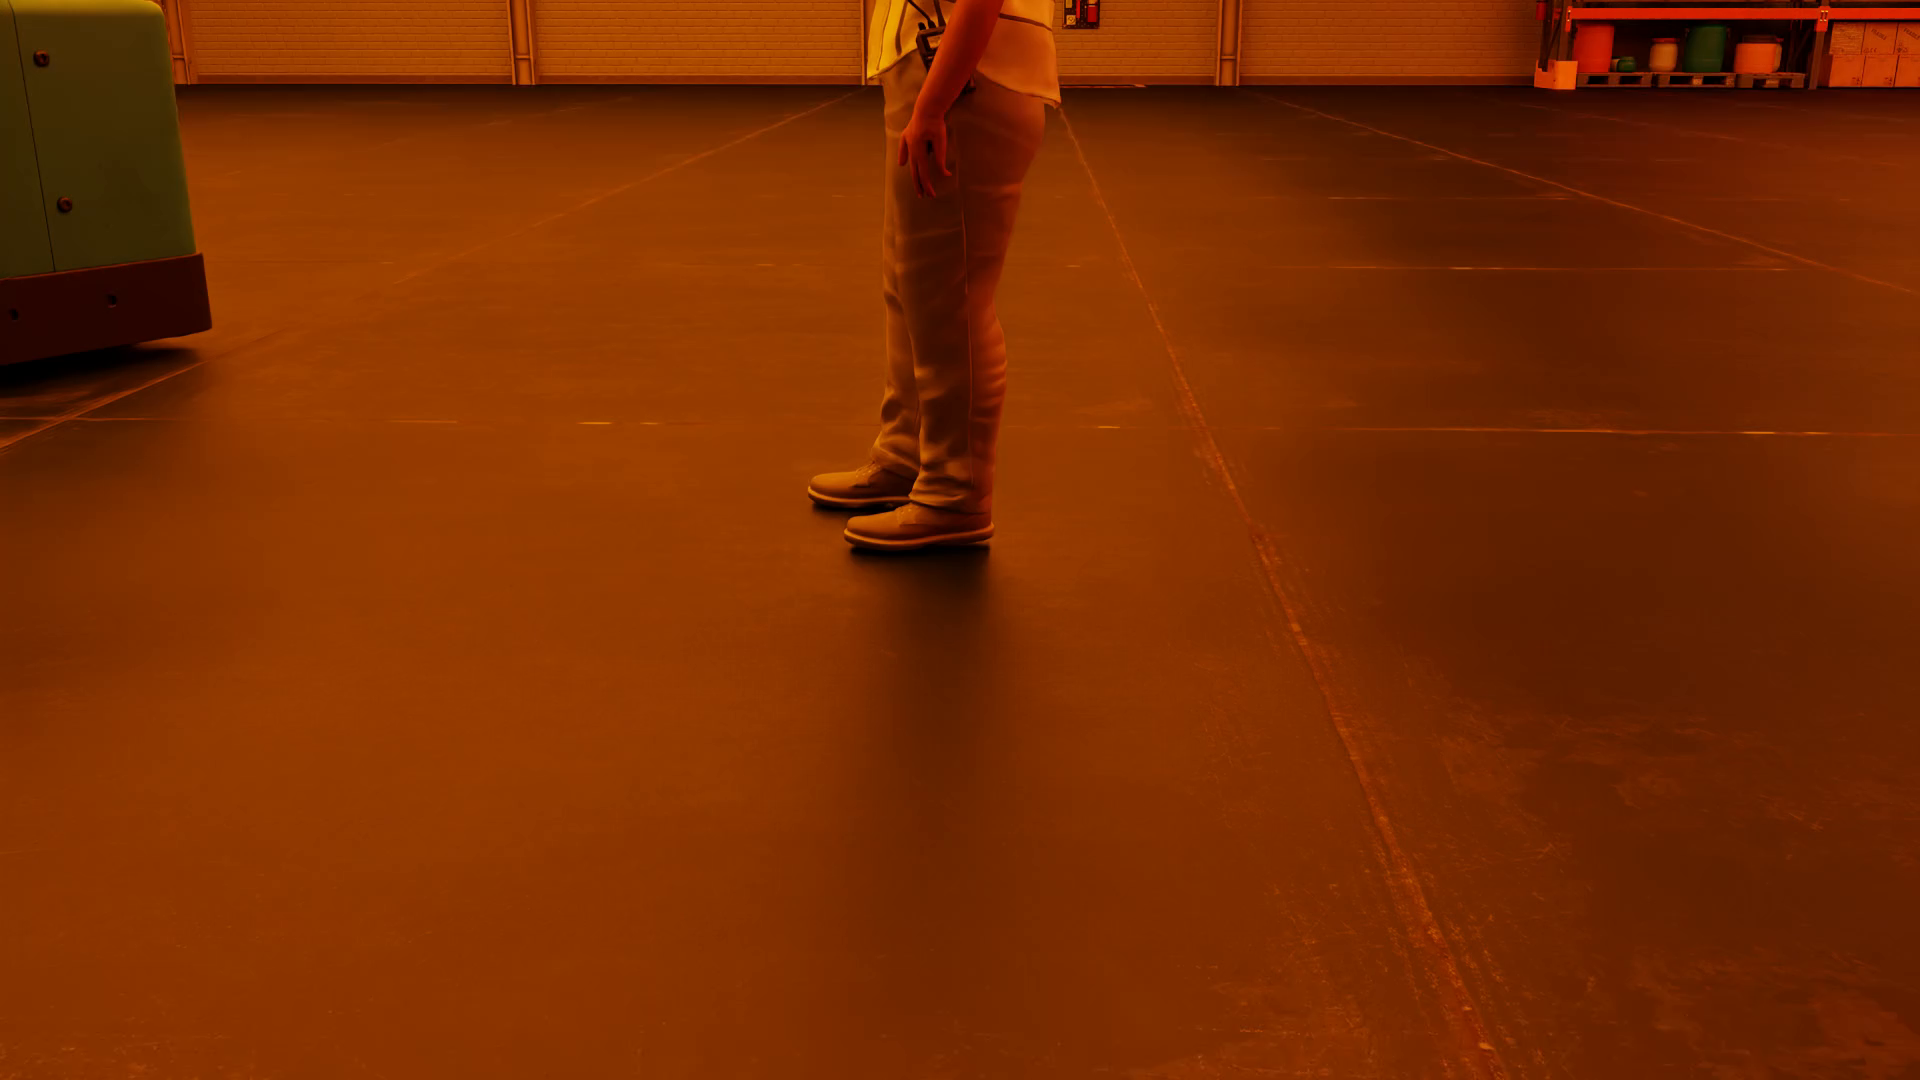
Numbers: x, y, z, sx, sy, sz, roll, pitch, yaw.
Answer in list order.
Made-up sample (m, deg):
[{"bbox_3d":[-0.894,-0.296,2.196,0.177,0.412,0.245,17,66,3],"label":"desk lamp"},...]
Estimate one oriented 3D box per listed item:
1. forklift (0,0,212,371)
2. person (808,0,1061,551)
[{"bbox_3d":[-3.913,-2.106,5.211,3.031,2.935,1.130,10,20,29],"label":"forklift"},{"bbox_3d":[-0.076,-0.811,3.146,0.529,1.670,0.598,1,17,2],"label":"person"}]
